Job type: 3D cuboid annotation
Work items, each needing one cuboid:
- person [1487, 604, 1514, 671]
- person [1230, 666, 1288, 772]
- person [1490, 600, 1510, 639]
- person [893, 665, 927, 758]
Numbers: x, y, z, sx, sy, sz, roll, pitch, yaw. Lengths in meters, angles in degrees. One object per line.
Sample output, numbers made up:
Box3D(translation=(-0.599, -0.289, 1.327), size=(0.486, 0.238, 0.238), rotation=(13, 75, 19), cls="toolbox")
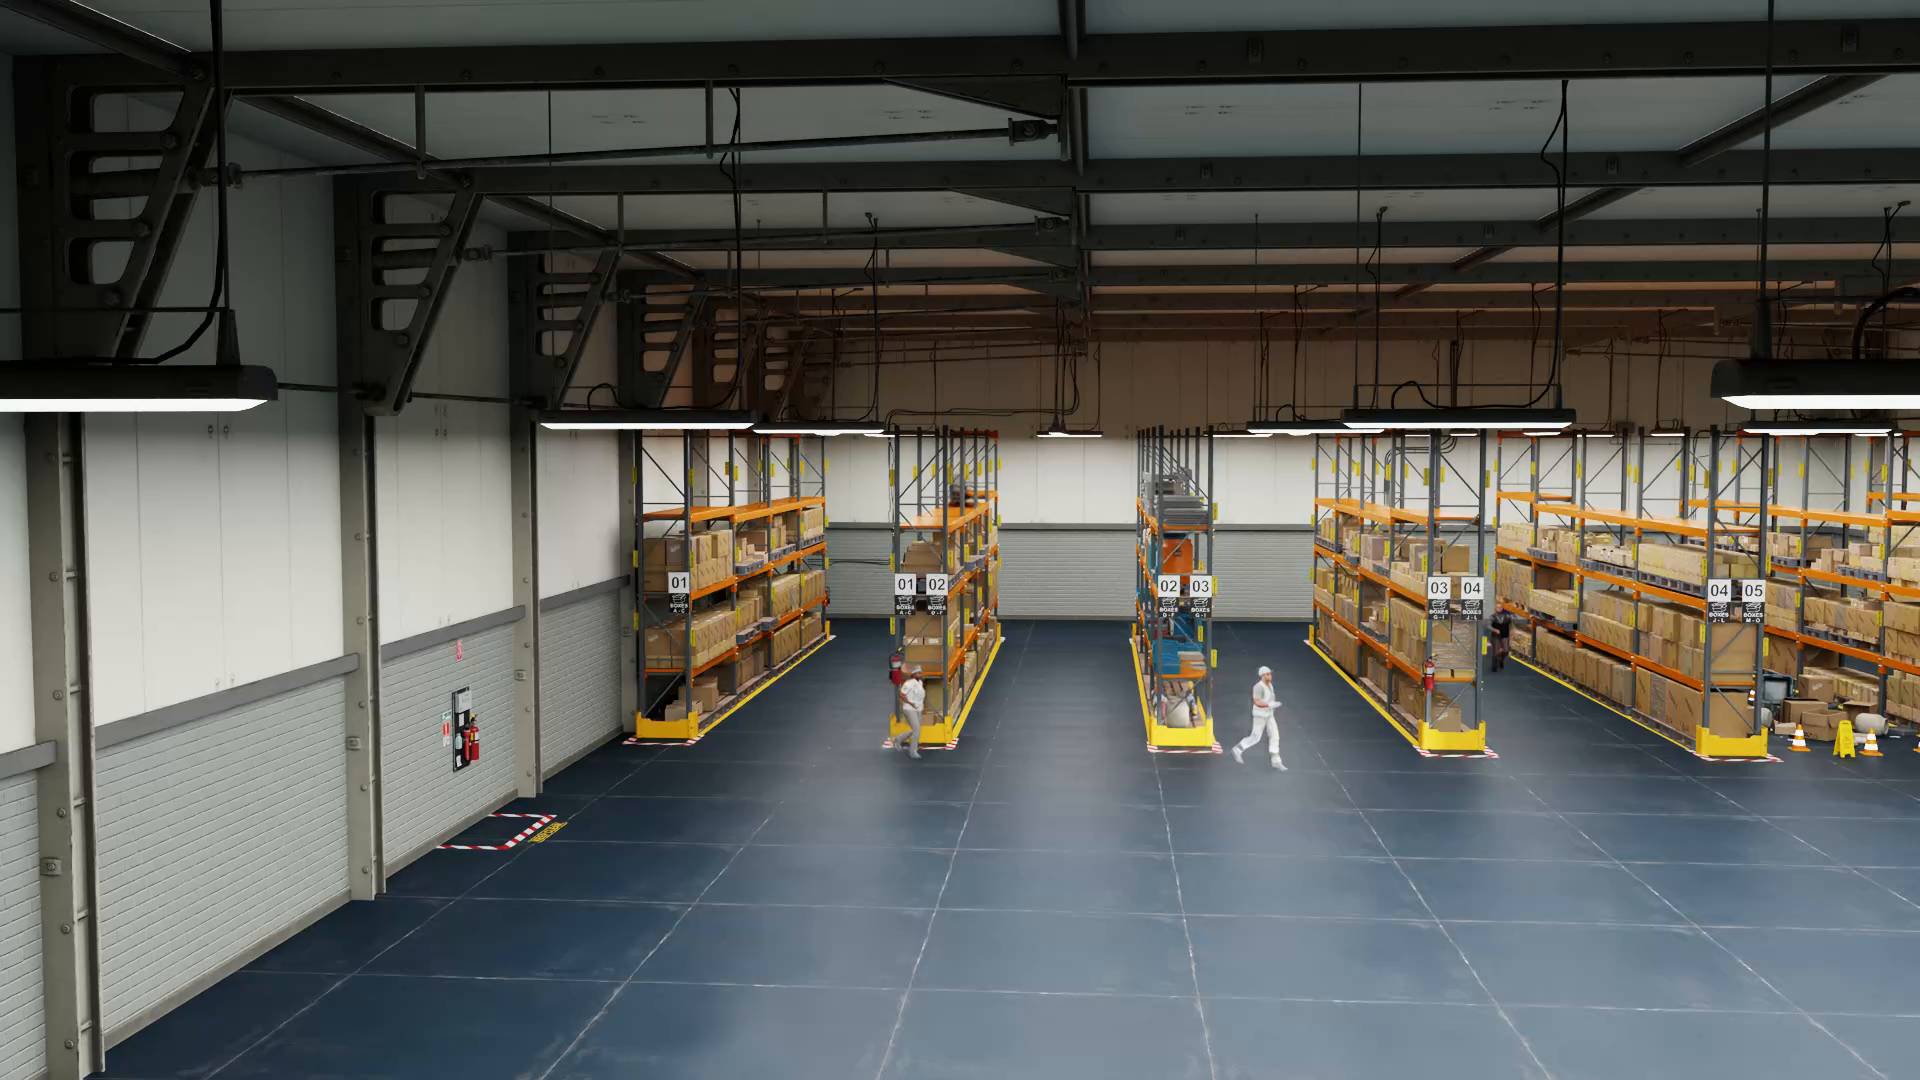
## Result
Box3D(translation=(13.316, 2.412, 40.965), size=(0.678, 1.675, 0.756), rotation=(0, 3, 8), cls="person")
Box3D(translation=(5.230, 3.083, 28.909), size=(1.003, 1.799, 0.672), rotation=(3, 4, 38), cls="person")
Box3D(translation=(15.572, 2.026, 47.686), size=(0.900, 1.619, 0.591), rotation=(-1, 4, -19), cls="person")
Box3D(translation=(-0.874, 3.100, 30.218), size=(0.667, 1.663, 0.618), rotation=(3, 4, 36), cls="person")
